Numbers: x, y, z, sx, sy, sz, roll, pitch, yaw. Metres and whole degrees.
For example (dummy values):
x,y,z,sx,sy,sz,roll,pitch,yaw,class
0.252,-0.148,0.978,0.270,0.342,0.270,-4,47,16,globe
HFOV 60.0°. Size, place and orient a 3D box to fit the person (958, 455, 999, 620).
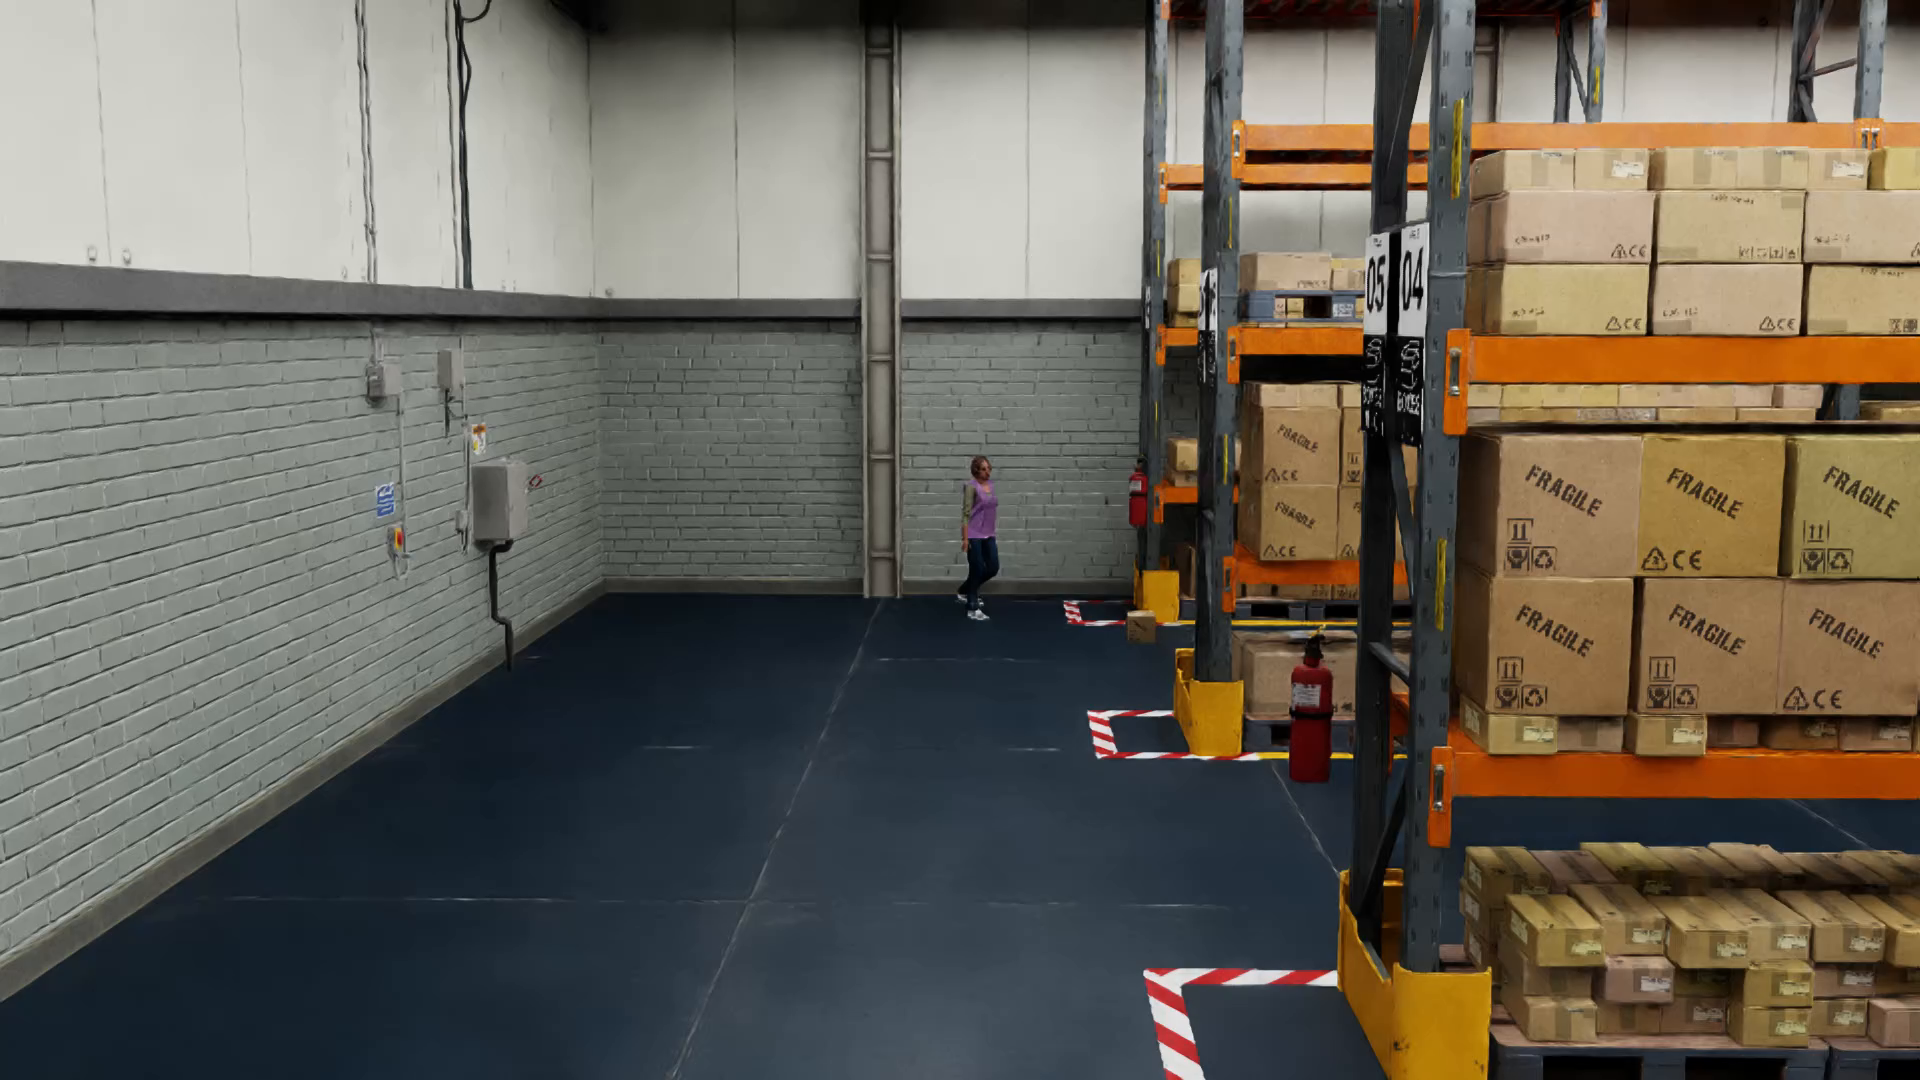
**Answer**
x,y,z,sx,sy,sz,roll,pitch,yaw,class
0.133,-0.031,16.038,0.487,1.591,0.469,6,10,38,person
